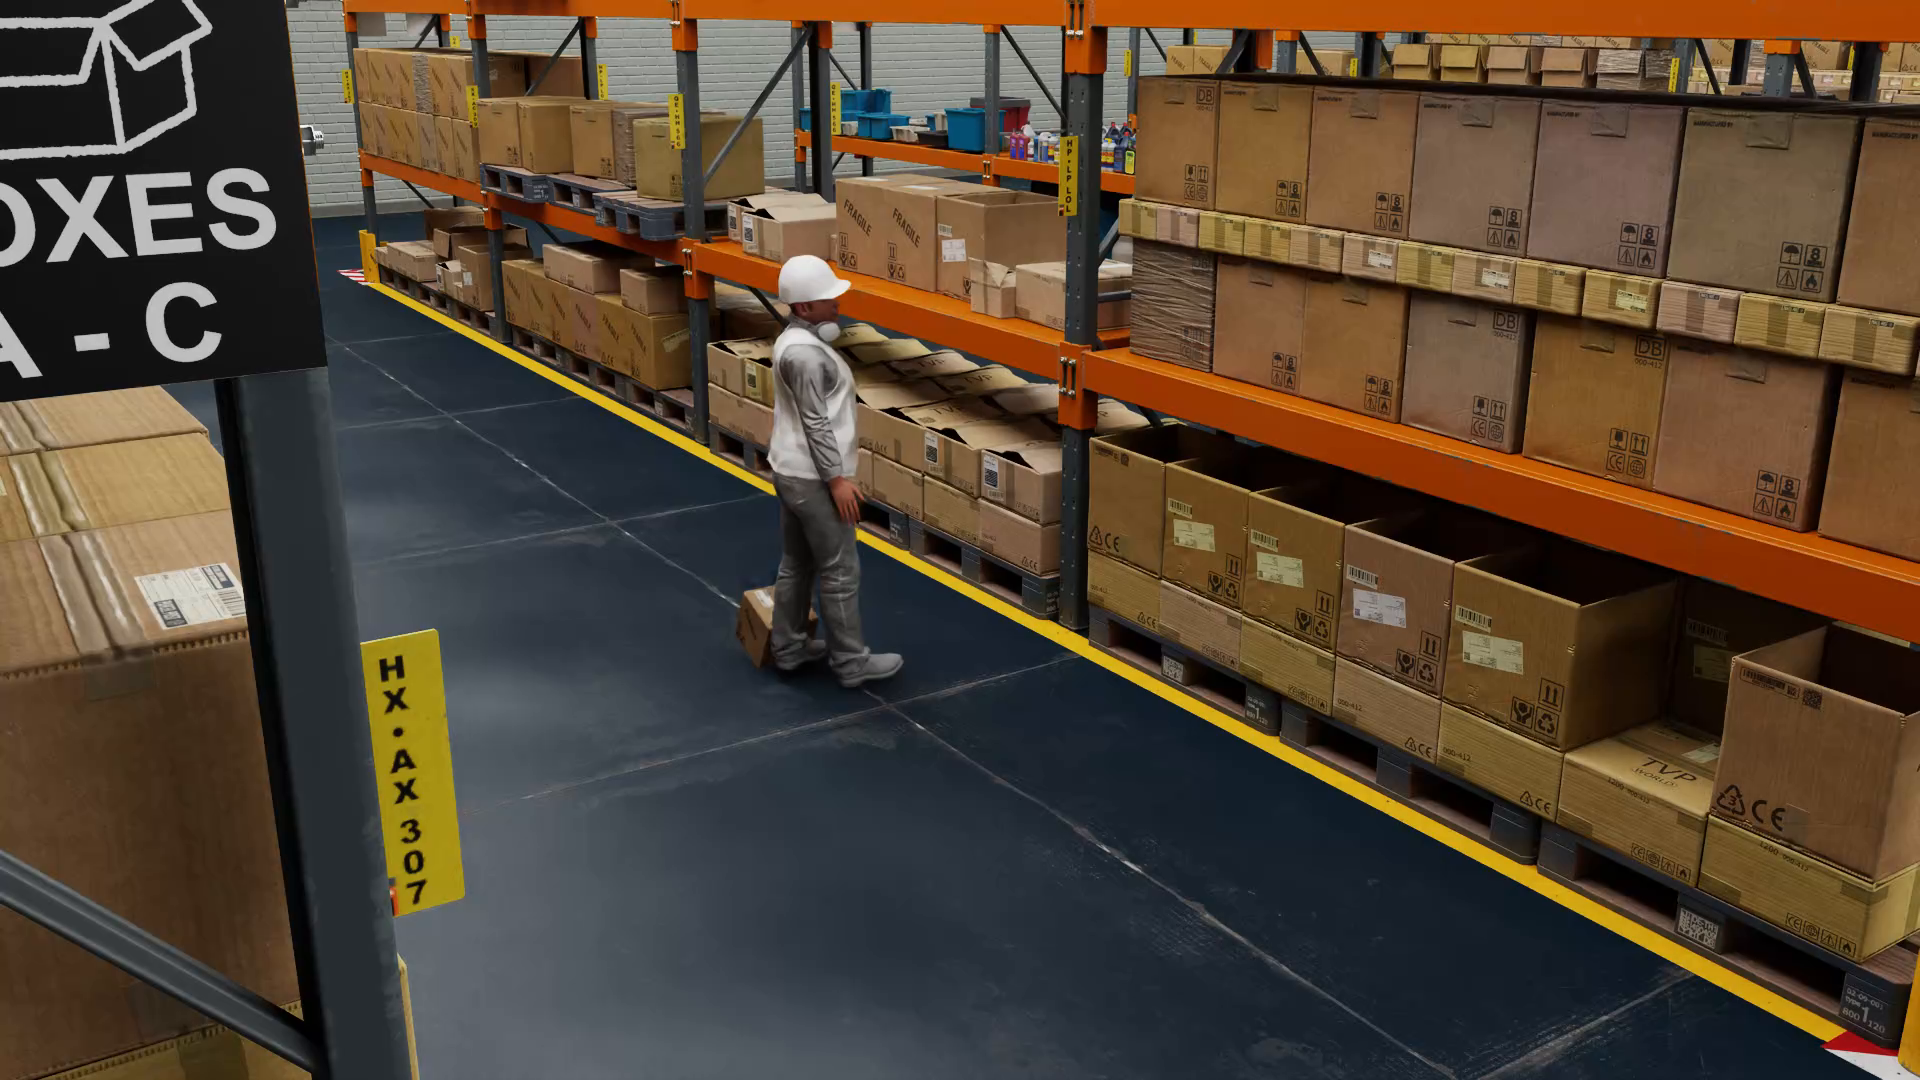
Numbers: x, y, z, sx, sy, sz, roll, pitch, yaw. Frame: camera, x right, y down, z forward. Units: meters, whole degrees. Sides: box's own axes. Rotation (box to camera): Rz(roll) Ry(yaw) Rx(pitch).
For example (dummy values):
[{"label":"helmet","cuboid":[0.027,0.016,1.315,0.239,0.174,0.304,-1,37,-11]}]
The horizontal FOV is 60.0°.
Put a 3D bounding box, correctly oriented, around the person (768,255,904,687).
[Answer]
[{"label":"person","cuboid":[-0.521,-0.279,6.799,0.539,1.776,0.594,-4,18,-13]}]
